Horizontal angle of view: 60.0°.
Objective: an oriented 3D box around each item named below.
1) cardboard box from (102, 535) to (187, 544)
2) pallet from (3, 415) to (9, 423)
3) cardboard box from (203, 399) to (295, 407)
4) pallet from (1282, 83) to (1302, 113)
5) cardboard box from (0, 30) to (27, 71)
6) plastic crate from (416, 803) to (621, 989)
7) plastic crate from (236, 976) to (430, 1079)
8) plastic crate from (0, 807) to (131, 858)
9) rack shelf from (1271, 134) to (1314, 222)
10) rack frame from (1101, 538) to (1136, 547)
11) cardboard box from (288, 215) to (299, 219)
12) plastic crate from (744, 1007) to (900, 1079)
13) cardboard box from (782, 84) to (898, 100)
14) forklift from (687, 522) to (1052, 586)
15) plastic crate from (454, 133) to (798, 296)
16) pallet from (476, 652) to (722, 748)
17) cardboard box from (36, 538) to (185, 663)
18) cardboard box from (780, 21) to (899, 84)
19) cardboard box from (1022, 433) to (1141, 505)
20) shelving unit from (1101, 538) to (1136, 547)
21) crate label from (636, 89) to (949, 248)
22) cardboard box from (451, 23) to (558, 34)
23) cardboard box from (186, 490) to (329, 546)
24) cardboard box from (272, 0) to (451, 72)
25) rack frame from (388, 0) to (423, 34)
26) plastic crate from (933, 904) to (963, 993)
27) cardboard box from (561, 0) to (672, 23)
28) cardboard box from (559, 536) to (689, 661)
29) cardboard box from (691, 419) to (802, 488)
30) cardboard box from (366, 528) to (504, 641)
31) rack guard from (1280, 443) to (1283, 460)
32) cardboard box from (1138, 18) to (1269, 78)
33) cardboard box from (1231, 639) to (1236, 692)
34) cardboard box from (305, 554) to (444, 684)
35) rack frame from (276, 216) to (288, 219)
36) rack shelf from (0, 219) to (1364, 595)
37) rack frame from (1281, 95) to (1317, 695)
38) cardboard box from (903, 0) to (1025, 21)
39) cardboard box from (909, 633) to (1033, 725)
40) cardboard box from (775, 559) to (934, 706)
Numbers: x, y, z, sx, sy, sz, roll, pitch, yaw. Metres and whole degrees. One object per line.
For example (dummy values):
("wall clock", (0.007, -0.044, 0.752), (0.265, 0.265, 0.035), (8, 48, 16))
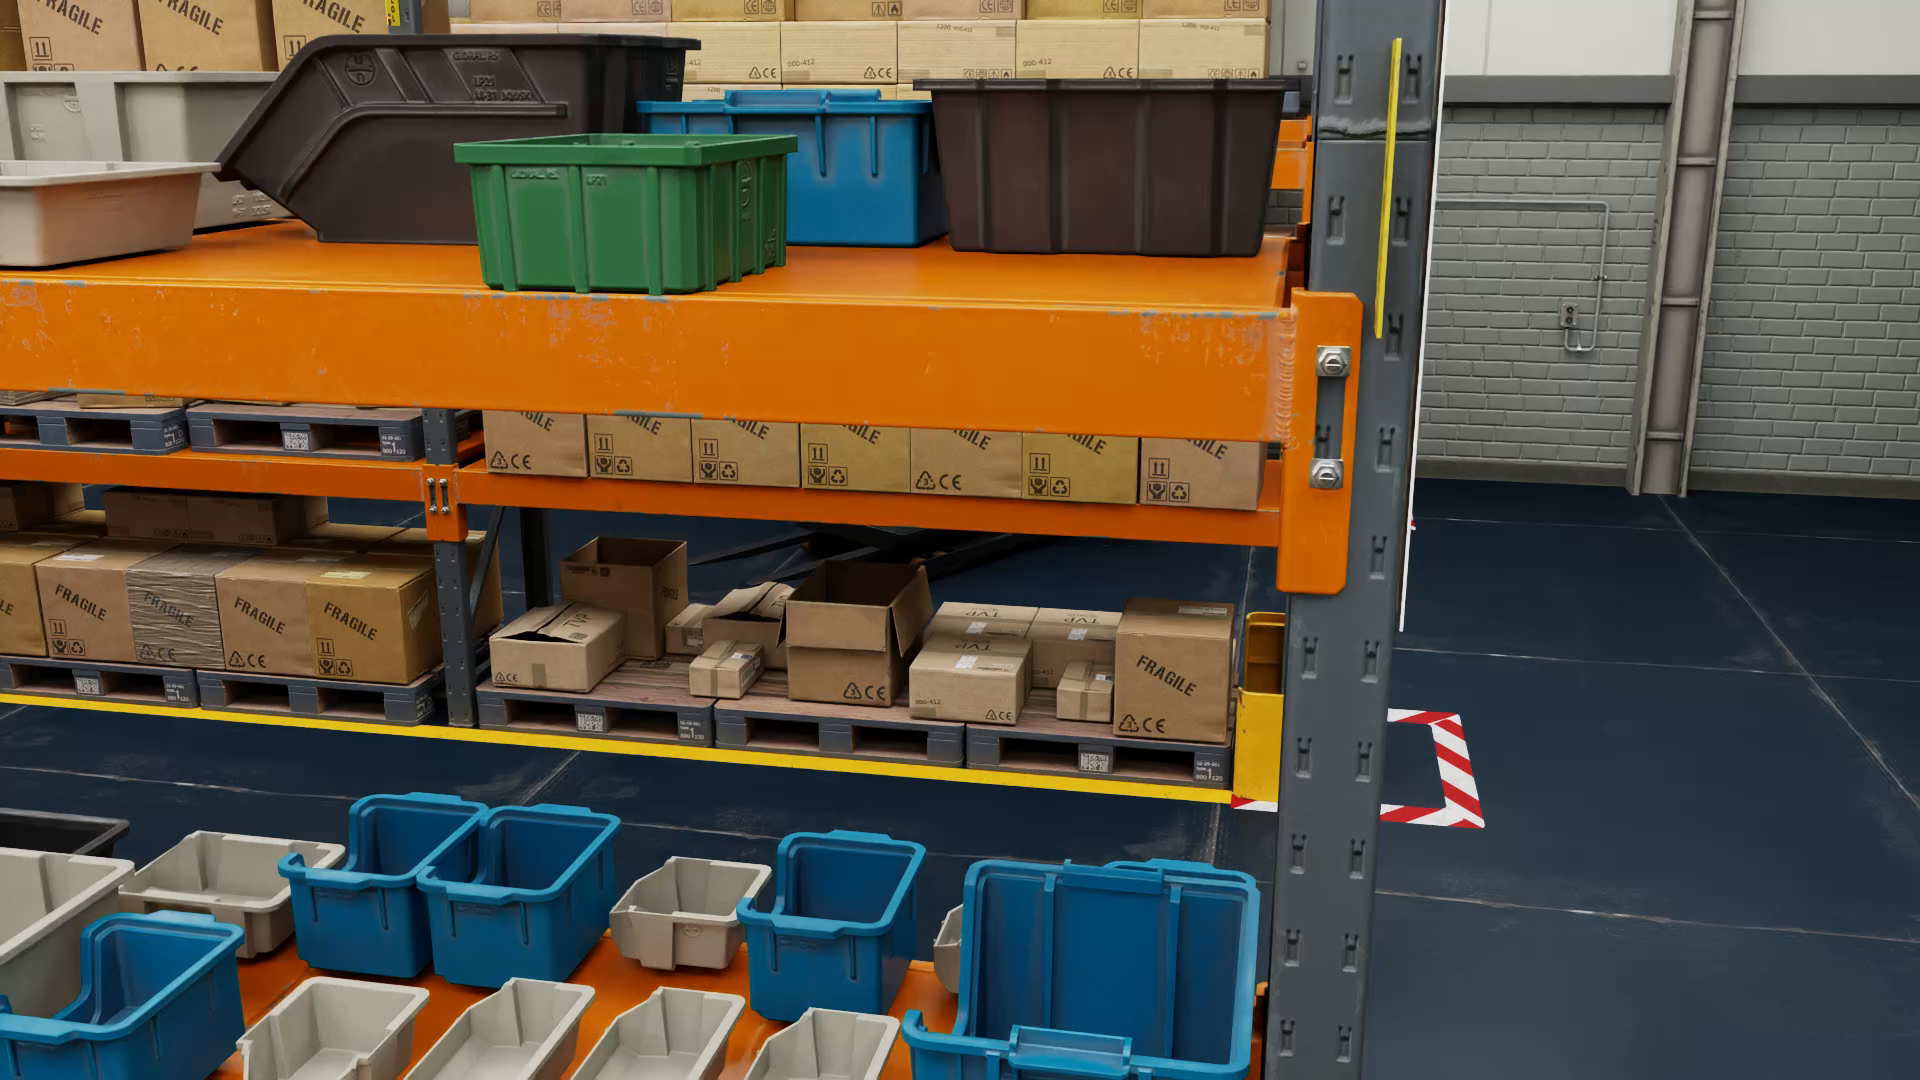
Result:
("cardboard box", (-4.287, 0.169, 9.122), (0.500, 0.500, 0.500), (3, 16, 9))
("pallet", (-5.595, -0.756, 8.962), (1.003, 0.211, 1.213), (3, 16, 11))
("cardboard box", (-3.459, -1.008, 8.537), (0.500, 0.500, 0.700), (6, 16, 20))
("pallet", (1.821, -3.176, 11.887), (1.213, 0.211, 1.003), (3, 16, 11))
("cardboard box", (-4.829, -2.291, 8.336), (0.500, 0.500, 0.910), (3, 16, 11))
("plastic crate", (-0.891, 0.737, 3.412), (0.300, 0.233, 0.416), (3, 16, 11))
("plastic crate", (-1.112, 0.919, 2.938), (0.250, 0.136, 0.298), (3, 16, 11))
("plastic crate", (-2.194, 0.735, 3.622), (0.590, 0.125, 0.437), (3, 16, 11))
("rack shelf", (-0.393, -1.646, 7.543), (4.000, 0.370, 1.077), (3, 16, 11))
("rack frame", (1.068, -0.496, 11.064), (0.240, 1.200, 0.006), (2, 26, 6))
("cardboard box", (-5.752, -2.445, 13.688), (0.500, 0.500, 0.700), (1, 16, 5))
("plastic crate", (-0.259, 0.957, 2.799), (0.243, 0.136, 0.396), (3, 16, 11))
("cardboard box", (-0.456, -1.856, 7.234), (0.500, 0.250, 0.500), (3, 16, 11))
("forklift", (-0.426, -1.290, 10.658), (1.130, 2.935, 3.031), (14, 21, 41))
("plastic crate", (-0.448, -0.466, 2.334), (0.336, 0.188, 0.450), (3, 16, 11))
("pallet", (-1.680, 0.727, 8.471), (1.213, 0.211, 1.003), (3, 16, 11))
("cardboard box", (-4.367, 0.306, 8.626), (0.500, 0.500, 0.500), (3, 16, 9))
("cardboard box", (-0.458, -2.094, 7.160), (0.500, 0.250, 0.500), (3, 16, 11))
("cardboard box", (0.564, -0.468, 7.376), (0.500, 0.500, 0.500), (3, 16, 12))
("shelving unit", (1.078, -0.535, 11.146), (0.258, 1.200, 0.189), (2, 26, 6))
("crate label", (-0.264, -0.653, 2.888), (0.502, 0.251, 0.408), (3, 16, 11))
("cardboard box", (-1.926, -2.177, 7.457), (0.500, 0.250, 0.500), (3, 16, 11))
("cardboard box", (-3.759, -0.165, 8.922), (0.500, 0.250, 0.500), (3, 16, 11))
("cardboard box", (-2.832, -2.444, 7.915), (0.600, 0.600, 0.600), (2, 16, 6))
("rack frame", (-2.353, -3.545, 7.431), (0.127, 3.000, 1.000), (3, 16, 11))
("plastic crate", (0.102, 0.815, 3.312), (0.298, 0.136, 0.250), (3, 16, 11))
("cardboard box", (-1.407, -2.549, 7.397), (0.500, 0.500, 0.700), (3, 16, 11))
("cardboard box", (-1.738, 0.295, 8.665), (0.500, 0.500, 0.500), (3, 16, 11))
("cardboard box", (-0.916, -0.550, 7.670), (0.500, 0.500, 0.500), (3, 16, 11))
("cardboard box", (-2.779, 0.250, 8.830), (0.500, 0.500, 0.500), (2, 16, 9))
("rack guard", (2.574, -0.531, 12.472), (0.348, 0.500, 1.175), (3, 16, 11))
("cardboard box", (1.012, -2.015, 6.874), (0.500, 0.250, 0.500), (3, 16, 11))
("cardboard box", (1.225, 0.609, 8.190), (0.250, 0.149, 0.380), (3, 16, 11))
("cardboard box", (-2.894, 0.388, 8.331), (0.500, 0.500, 0.500), (3, 16, 11))
("rack frame", (-5.289, -2.162, 13.679), (0.127, 3.000, 1.000), (3, 16, 11))
("rack shelf", (-1.384, -0.350, 2.866), (4.000, 0.370, 1.077), (3, 16, 11))
("rack frame", (1.567, -0.441, 7.464), (0.127, 3.000, 1.000), (3, 16, 11))
("cardboard box", (0.076, -2.487, 7.170), (0.500, 0.500, 0.700), (3, 16, 11))
("cardboard box", (0.060, 0.650, 7.855), (0.500, 0.250, 0.500), (3, 16, 11))
("cardboard box", (-0.511, 0.436, 8.150), (0.637, 0.503, 0.797), (3, 16, 11))
